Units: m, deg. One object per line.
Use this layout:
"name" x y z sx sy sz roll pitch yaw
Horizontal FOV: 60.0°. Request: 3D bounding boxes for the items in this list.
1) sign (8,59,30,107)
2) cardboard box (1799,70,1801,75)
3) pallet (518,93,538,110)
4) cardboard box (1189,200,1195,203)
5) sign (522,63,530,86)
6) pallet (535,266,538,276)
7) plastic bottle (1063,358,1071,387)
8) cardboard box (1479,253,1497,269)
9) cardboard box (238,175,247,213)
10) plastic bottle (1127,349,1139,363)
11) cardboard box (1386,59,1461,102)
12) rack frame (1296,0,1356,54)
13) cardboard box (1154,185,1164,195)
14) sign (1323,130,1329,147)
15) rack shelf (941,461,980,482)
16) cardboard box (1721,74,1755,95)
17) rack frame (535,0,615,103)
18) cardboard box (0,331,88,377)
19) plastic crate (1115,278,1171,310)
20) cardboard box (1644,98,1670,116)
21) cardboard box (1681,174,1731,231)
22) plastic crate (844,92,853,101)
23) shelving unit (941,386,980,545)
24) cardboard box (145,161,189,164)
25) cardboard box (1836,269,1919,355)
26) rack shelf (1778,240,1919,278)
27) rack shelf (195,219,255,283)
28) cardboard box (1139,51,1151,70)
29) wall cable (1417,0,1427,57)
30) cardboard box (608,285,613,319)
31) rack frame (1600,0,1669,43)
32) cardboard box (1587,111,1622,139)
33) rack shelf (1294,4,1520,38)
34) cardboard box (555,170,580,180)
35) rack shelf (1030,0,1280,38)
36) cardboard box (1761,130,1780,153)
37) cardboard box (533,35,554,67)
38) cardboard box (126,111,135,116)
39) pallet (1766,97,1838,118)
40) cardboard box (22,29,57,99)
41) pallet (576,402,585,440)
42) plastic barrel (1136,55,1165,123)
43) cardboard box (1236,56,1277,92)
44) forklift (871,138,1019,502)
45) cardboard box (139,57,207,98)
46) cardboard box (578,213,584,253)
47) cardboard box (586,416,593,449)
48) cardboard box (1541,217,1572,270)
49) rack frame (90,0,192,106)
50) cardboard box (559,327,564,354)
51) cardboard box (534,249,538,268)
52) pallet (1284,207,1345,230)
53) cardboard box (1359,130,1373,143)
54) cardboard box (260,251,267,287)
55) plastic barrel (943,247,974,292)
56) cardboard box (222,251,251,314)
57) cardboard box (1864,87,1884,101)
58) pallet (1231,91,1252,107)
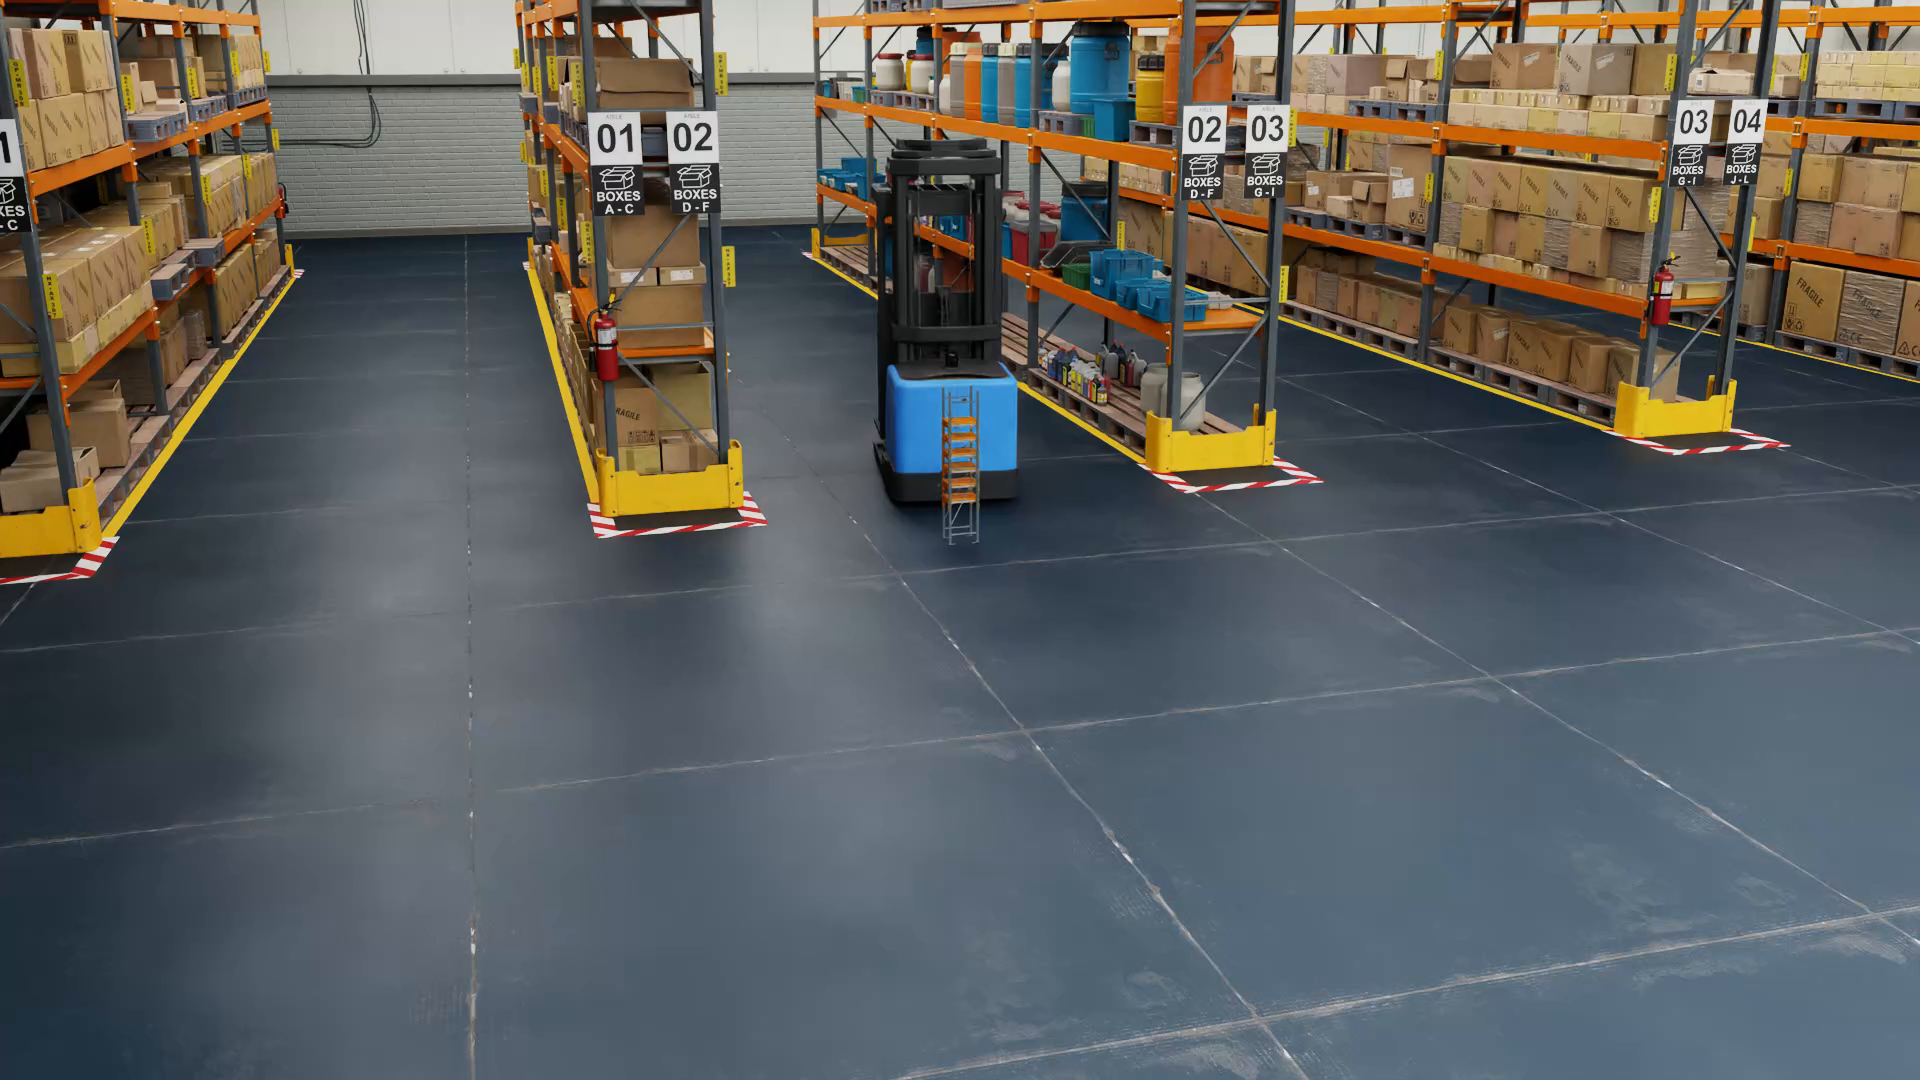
"sign" -6.651 -3.227 11.748 0.100 0.325 0.005 -5 17 -15
"cardboard box" 13.730 -7.427 26.752 0.396 0.266 0.258 -5 17 -17
"pallet" -5.596 -6.201 23.496 1.213 0.211 1.003 -5 17 -15
"cardboard box" 3.843 -5.585 26.157 0.500 0.500 0.500 -5 17 -15
"sign" -6.228 -6.680 23.864 0.100 0.325 0.005 -5 17 -15
"pallet" -6.567 -4.570 27.800 1.003 0.211 1.213 -5 17 -15
"plastic bottle" 1.134 -1.771 17.591 0.061 0.283 0.133 -4 17 -13
"cardboard box" 6.045 -3.129 18.590 0.380 0.149 0.250 -5 17 -15
"cardboard box" -10.101 -4.740 22.793 0.500 0.500 0.500 -5 17 -16
"plastic bottle" 1.850 -1.863 17.779 0.144 0.351 0.185 -5 17 -16
"cardboard box" 5.723 -5.696 20.576 0.797 0.503 0.637 -4 17 -13
"rack frame" 4.917 -7.590 22.577 1.000 3.000 0.127 -5 17 -15
"cardboard box" 3.419 -5.761 27.354 0.380 0.149 0.250 -5 17 -15
"sign" 6.994 -7.665 31.752 0.100 0.325 0.005 -5 17 -15
"rack shelf" 0.004 -0.528 12.779 0.258 0.103 0.180 -5 17 -15
"cardboard box" 10.262 -5.912 21.563 0.500 0.250 0.500 -5 17 -16
"rack frame" -4.609 -6.808 19.973 1.000 3.000 0.127 -5 17 -15
"cardboard box" -7.001 -1.427 12.714 0.500 0.250 0.500 -5 17 -17
"plastic crate" 1.755 -2.336 15.772 0.499 0.251 0.408 -5 17 -15
"cardboard box" 6.739 -4.112 15.779 0.380 0.149 0.250 -5 17 -15
"cardboard box" 7.226 -3.347 16.450 0.500 0.500 0.500 -5 17 -15
"plastic crate" -1.660 -7.063 26.497 0.293 0.136 0.466 -5 17 -15
"shelving unit" 0.004 -0.571 12.766 0.258 1.200 0.189 -5 17 -15
"cardboard box" -10.301 -4.777 21.612 0.500 0.250 0.500 -5 18 -17
"cardboard box" 11.170 -2.729 19.787 0.875 0.875 0.875 -5 17 -15
"rack shelf" 11.363 -3.077 19.231 1.077 0.370 4.000 -5 17 -15
"rack shelf" -9.920 -3.750 21.474 1.077 0.370 4.000 -5 17 -15
"cardboard box" 3.401 -7.917 27.804 0.700 0.500 0.500 -4 17 -12
"wall cable" 10.413 -12.137 37.716 0.463 3.000 0.029 -5 17 -15
"cardboard box" -2.675 -2.044 14.370 0.700 0.500 0.500 -4 17 -14
"rack frame" 9.714 -7.954 23.789 1.000 3.000 0.127 -5 17 -15
"cardboard box" 6.599 -4.120 16.499 0.500 0.250 0.500 -5 17 -15
"rack shelf" 5.467 -6.500 20.896 1.077 0.370 4.000 -5 17 -15
"cardboard box" -5.163 -4.806 22.834 0.700 0.500 0.500 -10 19 -29
"rack shelf" 1.804 -5.002 15.909 1.077 0.370 4.000 -5 17 -15
"cardboard box" 13.641 -6.569 27.694 0.500 0.500 0.500 -5 17 -16
"cardboard box" -5.879 -7.136 24.367 0.700 0.500 0.500 -5 17 -15
"cardboard box" -8.514 -4.358 16.458 0.500 0.311 0.500 -4 17 -14
"pallet" 10.514 -5.569 21.396 0.805 0.209 1.217 -5 18 -17
"cardboard box" -7.134 -3.570 12.463 0.500 0.500 0.500 -5 17 -16
"pallet" -3.331 -1.269 16.810 1.003 0.211 1.213 -5 17 -15
"plastic barrel" 1.918 -4.145 15.267 0.600 0.588 0.600 0 17 0
"cardboard box" 4.358 -6.797 24.248 0.500 0.500 0.500 -4 17 -12
"forklift" -0.207 -2.098 14.842 1.130 2.935 3.031 -2 17 -7
"cardboard box" -10.119 -5.942 21.368 0.700 0.500 0.500 -5 17 -16
"cardboard box" -4.132 -3.519 19.281 0.500 0.500 0.500 -6 18 -18
"cardboard box" -3.130 -1.006 15.138 0.500 0.250 0.500 -5 17 -15
"cardboard box" 6.642 -3.119 17.430 0.875 0.500 0.500 -5 17 -15
"rack frame" -9.371 -6.415 18.666 1.000 3.000 0.127 -5 17 -15
"cardboard box" -4.460 -2.368 19.672 0.500 0.250 0.500 -5 17 -17
"cardboard box" -6.656 -4.592 27.039 0.500 0.250 0.500 -5 17 -15
"pallet" 5.215 -4.436 22.839 1.213 0.211 1.003 -5 17 -15
"cardboard box" 7.650 -7.533 30.387 0.500 0.500 0.500 -5 17 -16
"cardboard box" -10.712 -4.006 24.690 0.700 0.500 0.500 -5 17 -16
"plastic barrel" 0.004 -3.621 22.834 0.600 0.830 0.708 -5 17 -15
"cardboard box" -9.919 -3.405 22.079 0.750 0.750 0.750 -4 17 -14
"cardboard box" 10.795 -5.202 19.375 0.380 0.149 0.250 -5 17 -16
"pallet" 4.379 -6.546 24.643 1.003 0.211 1.213 -4 17 -13
